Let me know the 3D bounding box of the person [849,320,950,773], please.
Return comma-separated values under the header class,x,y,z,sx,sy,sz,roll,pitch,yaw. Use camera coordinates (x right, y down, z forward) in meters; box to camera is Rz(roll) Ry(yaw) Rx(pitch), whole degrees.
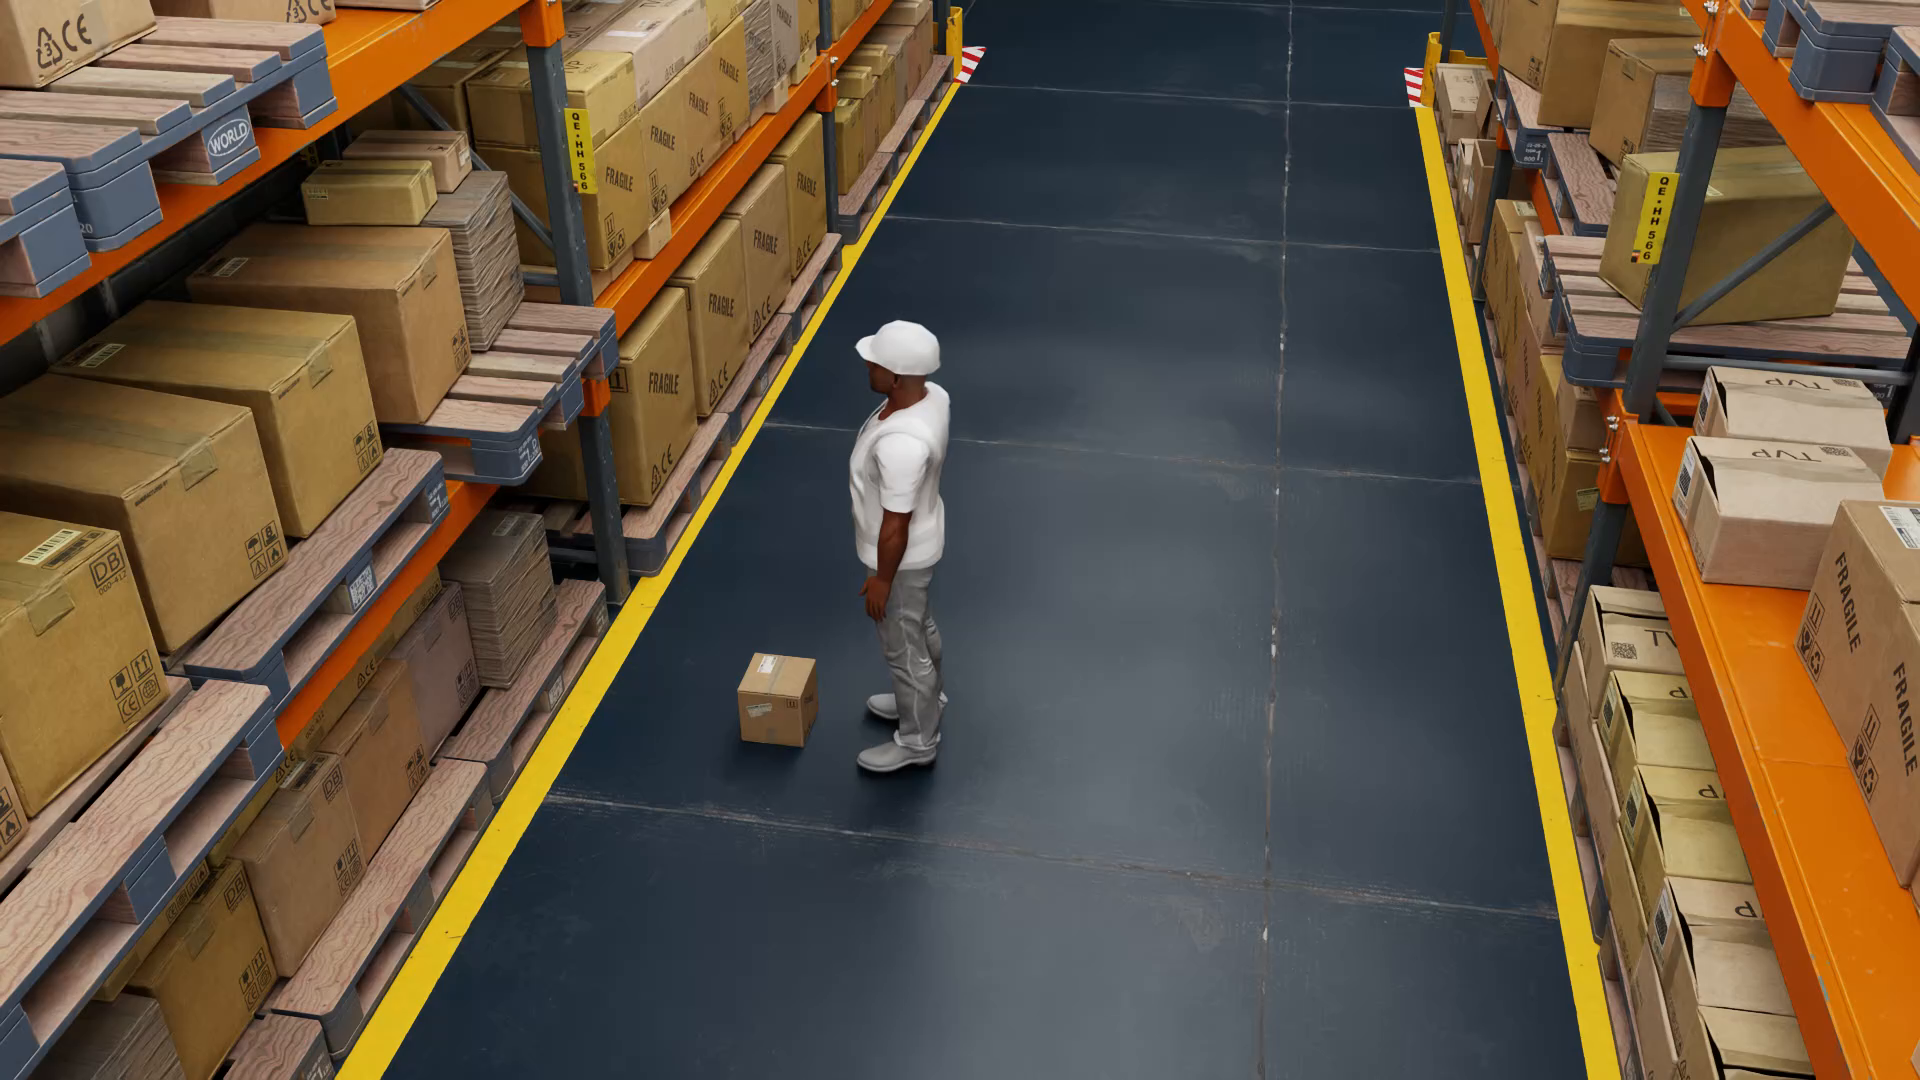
class,x,y,z,sx,sy,sz,roll,pitch,yaw
person,-0.214,0.019,6.047,0.343,1.773,0.568,2,32,4
